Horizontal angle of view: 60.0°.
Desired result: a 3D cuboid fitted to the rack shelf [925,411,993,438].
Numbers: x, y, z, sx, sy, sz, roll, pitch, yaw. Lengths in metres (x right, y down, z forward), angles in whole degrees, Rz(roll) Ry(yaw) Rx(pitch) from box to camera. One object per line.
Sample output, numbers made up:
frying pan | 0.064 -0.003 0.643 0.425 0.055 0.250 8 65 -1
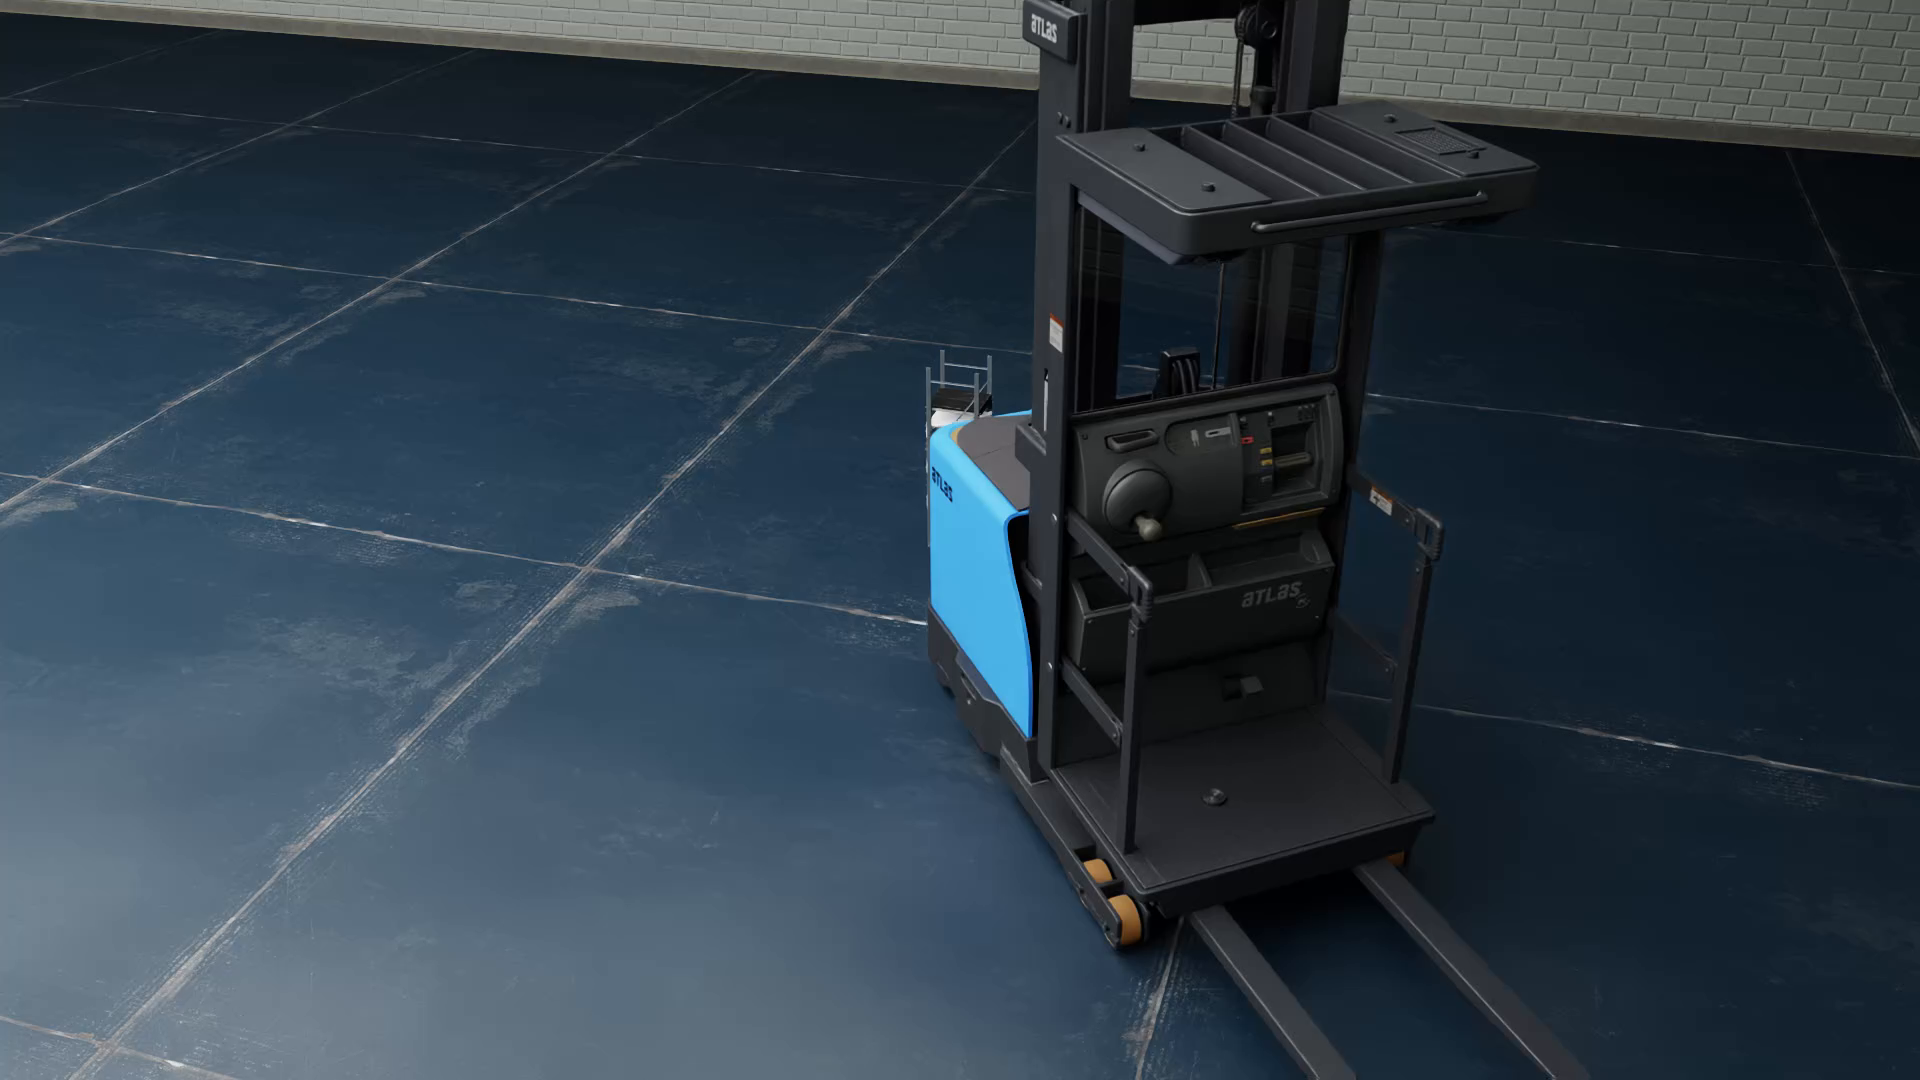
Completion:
rack shelf | -0.002 -0.518 7.453 0.258 0.077 0.200 8 30 15

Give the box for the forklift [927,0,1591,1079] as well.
forklift | 0.881 -0.197 5.089 1.130 2.935 3.031 -11 31 -19

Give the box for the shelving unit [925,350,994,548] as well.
shelving unit | -0.002 -0.389 7.524 0.258 0.900 0.210 8 30 15

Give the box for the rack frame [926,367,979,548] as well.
rack frame | -0.032 -0.342 7.440 0.240 0.900 0.006 8 30 15

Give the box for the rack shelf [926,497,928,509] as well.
rack shelf | -0.002 -0.203 7.628 0.258 0.077 0.200 8 30 15

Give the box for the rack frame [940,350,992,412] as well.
rack frame | 0.027 -0.437 7.609 0.240 0.900 0.006 8 30 15

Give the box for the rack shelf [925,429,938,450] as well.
rack shelf | -0.002 -0.439 7.497 0.258 0.077 0.200 8 30 15

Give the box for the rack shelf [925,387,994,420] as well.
rack shelf | -0.002 -0.596 7.409 0.258 0.077 0.200 8 30 15
